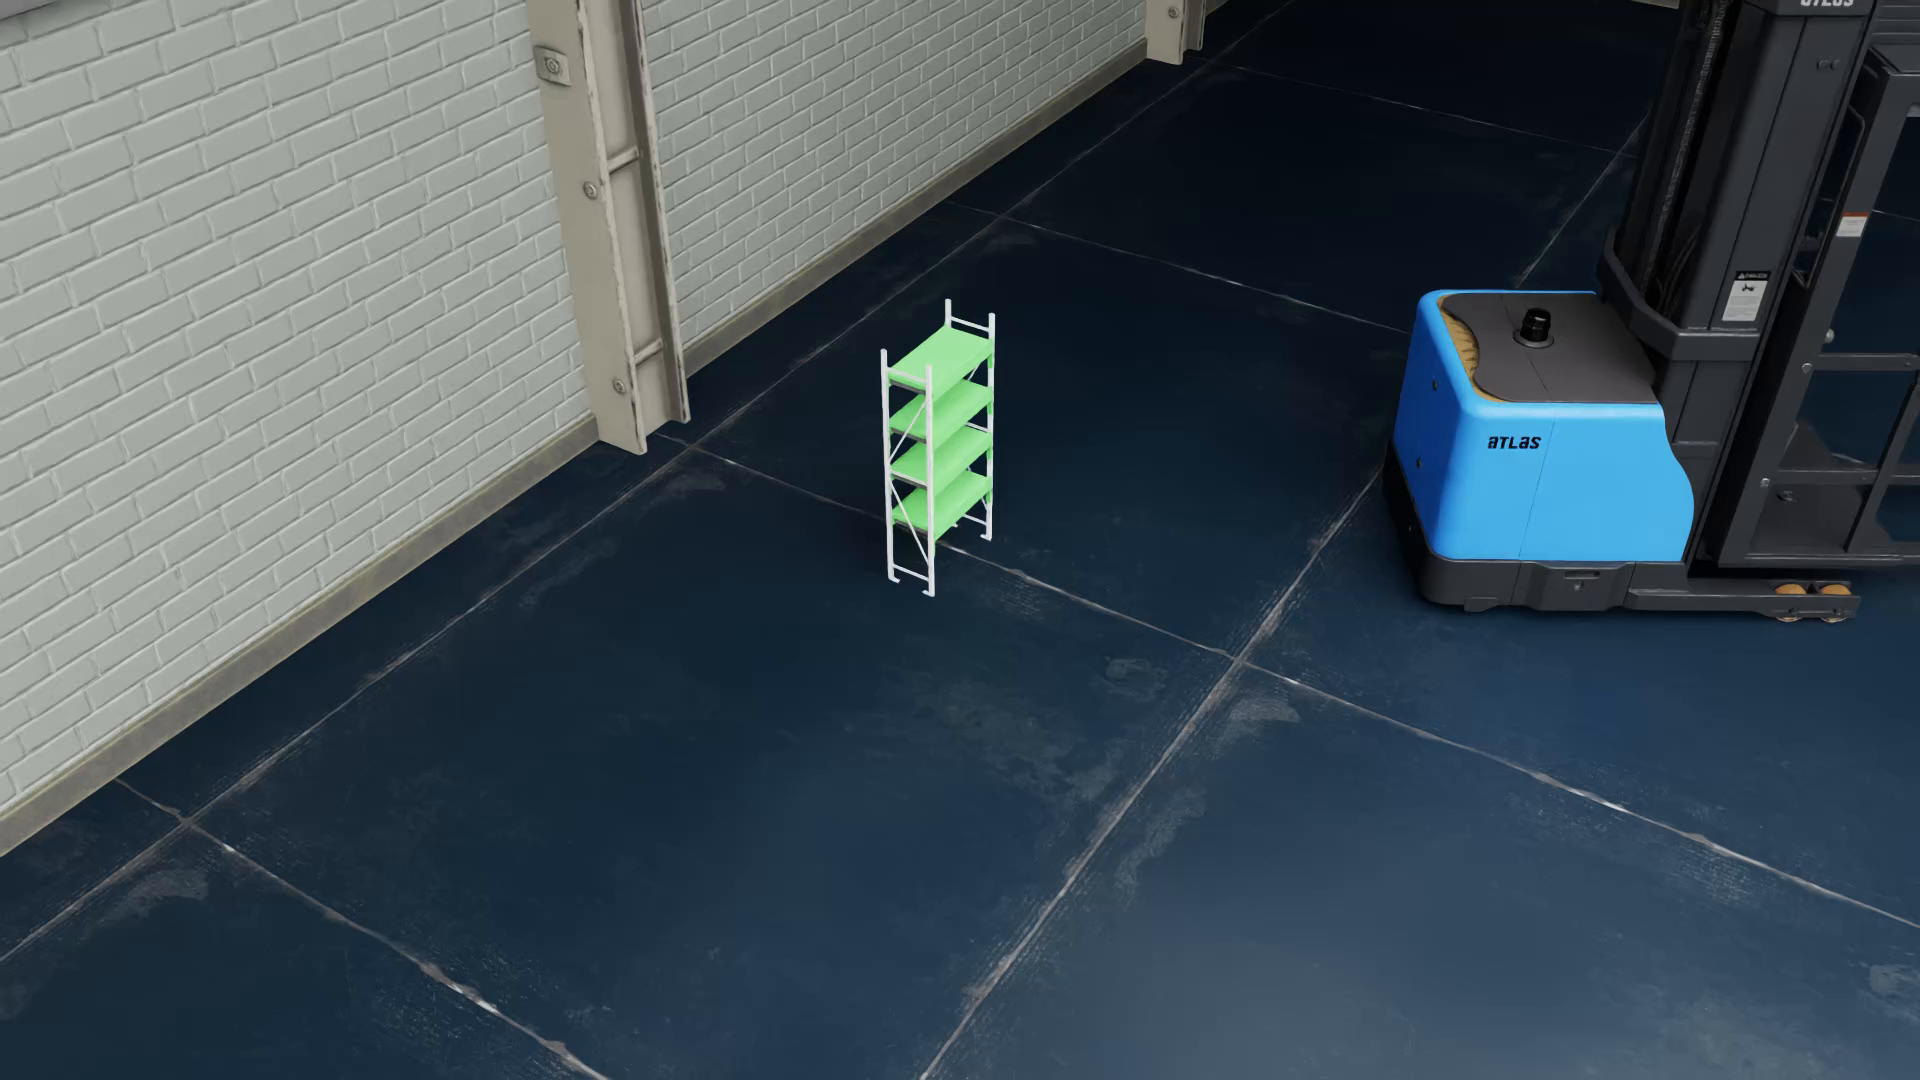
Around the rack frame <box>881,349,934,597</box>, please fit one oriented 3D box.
[{"bbox_3d":[-0.219,-0.264,7.110,0.240,1.200,0.015,21,42,25],"label":"rack frame"}]

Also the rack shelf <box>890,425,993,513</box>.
[{"bbox_3d":[-0.089,-0.339,7.312,0.258,0.148,0.480,21,42,25],"label":"rack shelf"}]

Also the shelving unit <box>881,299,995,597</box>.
[{"bbox_3d":[-0.089,-0.390,7.273,0.258,1.200,0.503,21,42,25],"label":"shelving unit"}]

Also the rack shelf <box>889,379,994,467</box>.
[{"bbox_3d":[-0.089,-0.529,7.165,0.258,0.148,0.480,21,42,25],"label":"rack shelf"}]

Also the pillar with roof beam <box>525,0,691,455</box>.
[{"bbox_3d":[2.018,-2.729,3.919,9.100,9.000,0.400,21,42,25],"label":"pillar with roof beam"}]

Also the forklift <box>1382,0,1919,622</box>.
[{"bbox_3d":[3.545,-1.130,6.815,3.031,2.935,1.130,0,38,1],"label":"forklift"}]

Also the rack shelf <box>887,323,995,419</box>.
[{"bbox_3d":[-0.089,-0.719,7.019,0.258,0.148,0.480,21,42,25],"label":"rack shelf"}]

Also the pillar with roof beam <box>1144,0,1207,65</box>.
[{"bbox_3d":[5.233,-5.822,7.932,9.100,9.000,0.400,21,42,25],"label":"pillar with roof beam"}]

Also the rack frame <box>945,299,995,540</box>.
[{"bbox_3d":[0.042,-0.516,7.436,0.240,1.200,0.015,21,42,25],"label":"rack frame"}]

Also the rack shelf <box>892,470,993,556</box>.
[{"bbox_3d":[-0.089,-0.149,7.459,0.258,0.148,0.480,21,42,25],"label":"rack shelf"}]
